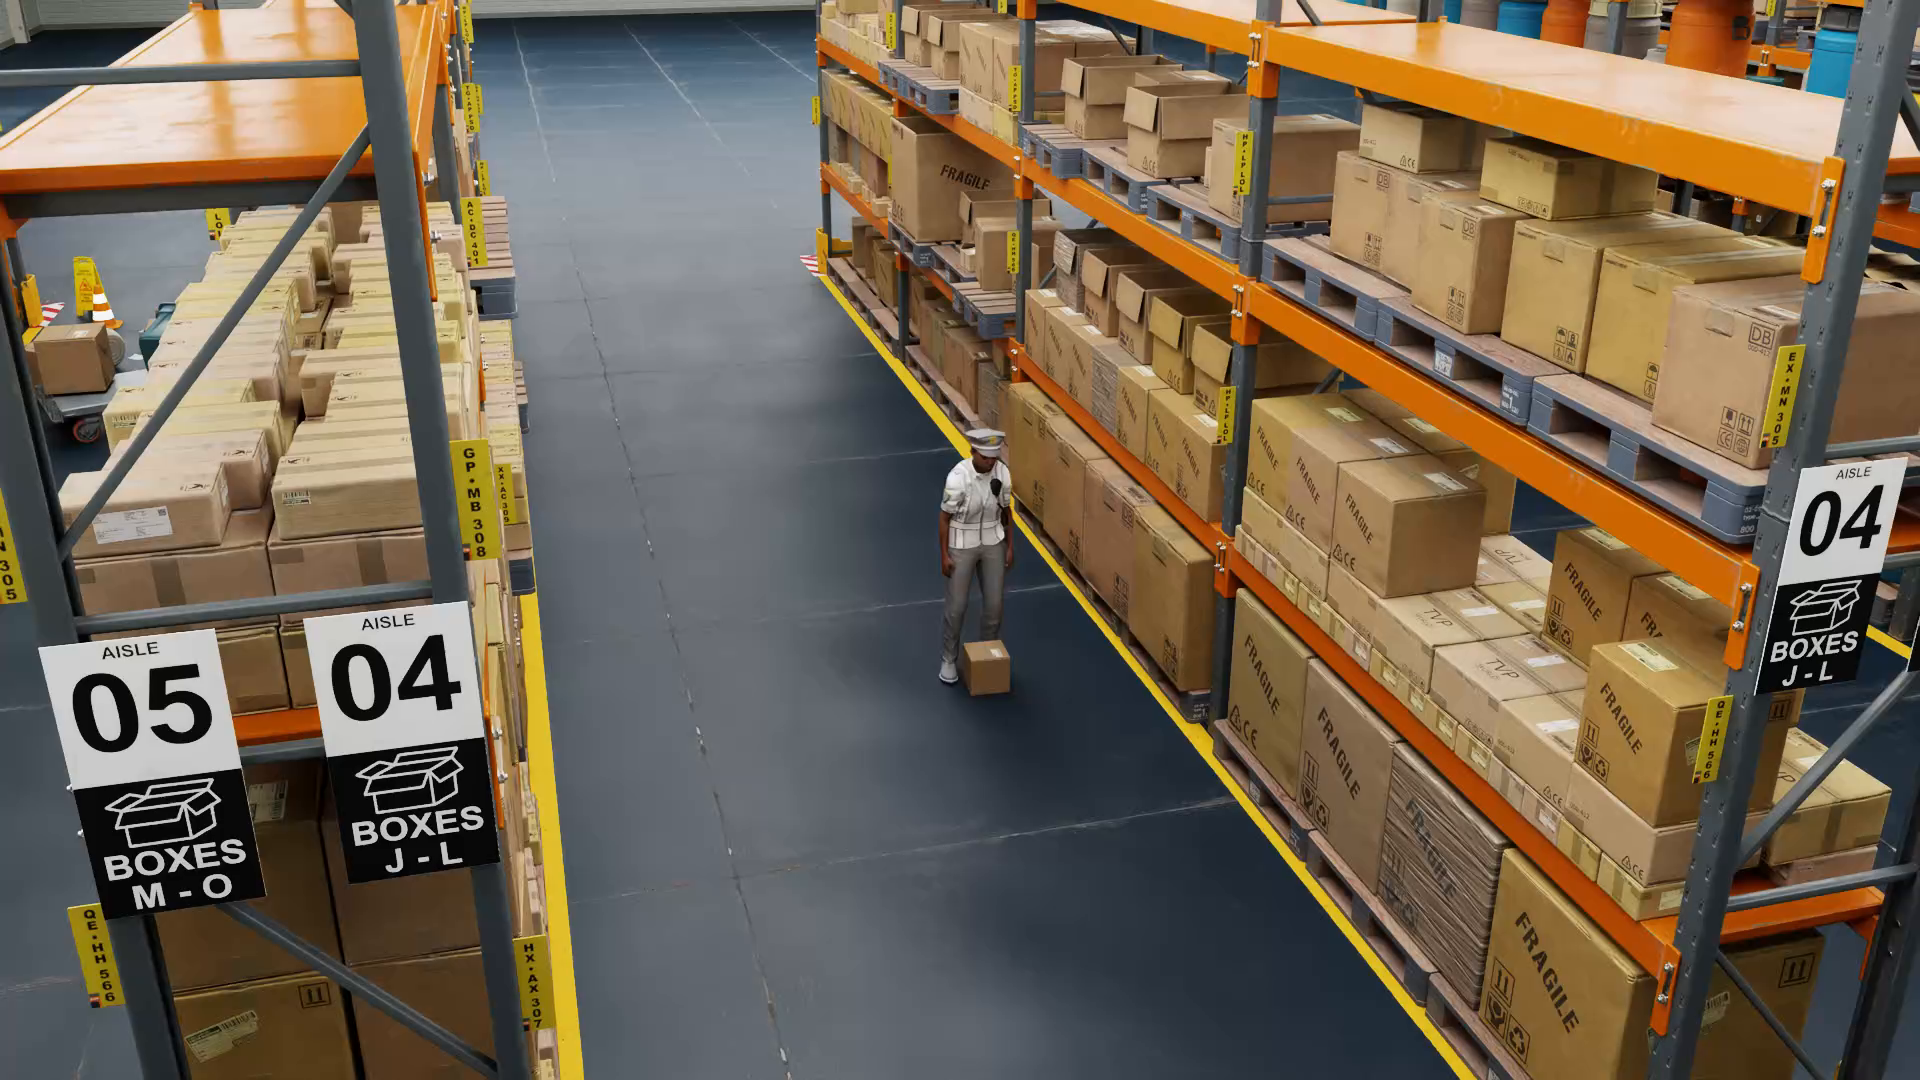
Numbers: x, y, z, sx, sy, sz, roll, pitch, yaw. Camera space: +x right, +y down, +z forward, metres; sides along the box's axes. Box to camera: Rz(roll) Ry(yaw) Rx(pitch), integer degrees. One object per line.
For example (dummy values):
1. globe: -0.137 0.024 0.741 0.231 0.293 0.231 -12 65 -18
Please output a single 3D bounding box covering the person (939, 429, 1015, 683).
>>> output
1. person: 0.096 0.072 10.471 0.530 1.659 0.398 -8 24 -18
